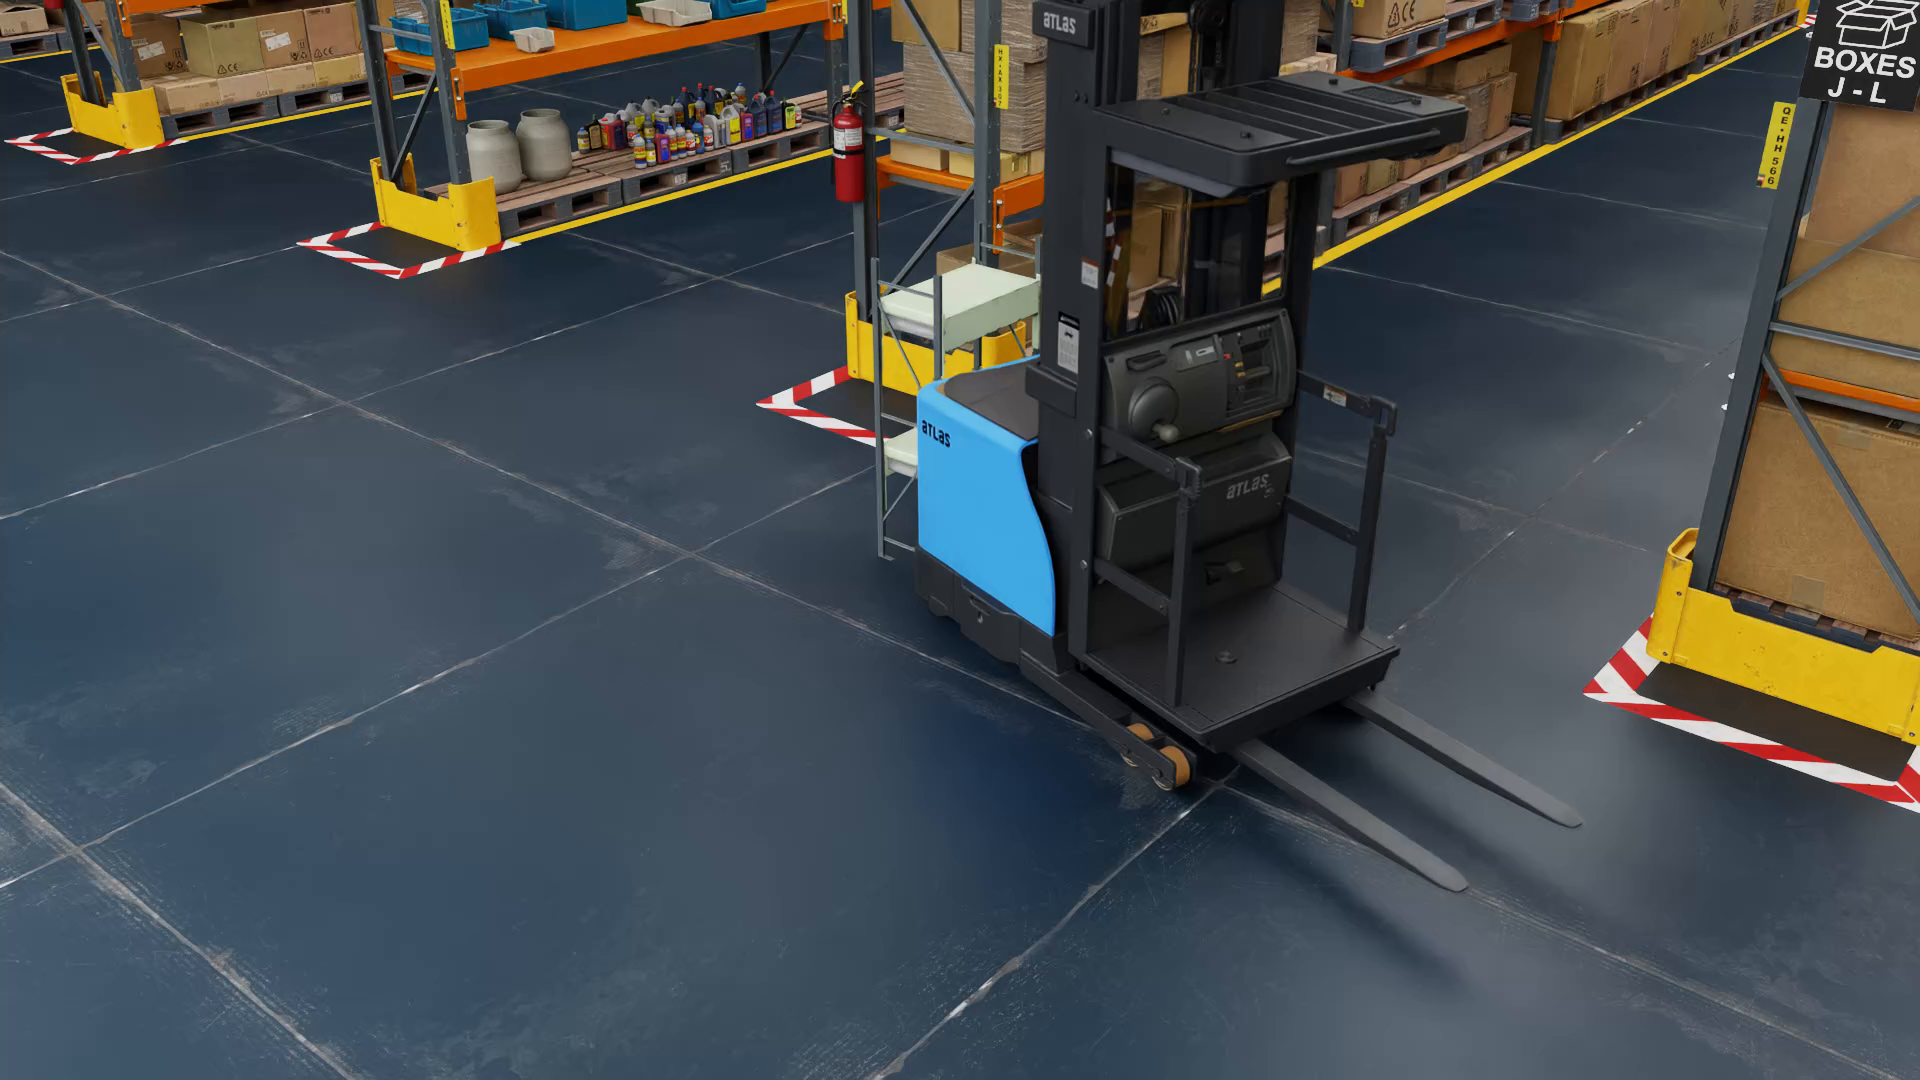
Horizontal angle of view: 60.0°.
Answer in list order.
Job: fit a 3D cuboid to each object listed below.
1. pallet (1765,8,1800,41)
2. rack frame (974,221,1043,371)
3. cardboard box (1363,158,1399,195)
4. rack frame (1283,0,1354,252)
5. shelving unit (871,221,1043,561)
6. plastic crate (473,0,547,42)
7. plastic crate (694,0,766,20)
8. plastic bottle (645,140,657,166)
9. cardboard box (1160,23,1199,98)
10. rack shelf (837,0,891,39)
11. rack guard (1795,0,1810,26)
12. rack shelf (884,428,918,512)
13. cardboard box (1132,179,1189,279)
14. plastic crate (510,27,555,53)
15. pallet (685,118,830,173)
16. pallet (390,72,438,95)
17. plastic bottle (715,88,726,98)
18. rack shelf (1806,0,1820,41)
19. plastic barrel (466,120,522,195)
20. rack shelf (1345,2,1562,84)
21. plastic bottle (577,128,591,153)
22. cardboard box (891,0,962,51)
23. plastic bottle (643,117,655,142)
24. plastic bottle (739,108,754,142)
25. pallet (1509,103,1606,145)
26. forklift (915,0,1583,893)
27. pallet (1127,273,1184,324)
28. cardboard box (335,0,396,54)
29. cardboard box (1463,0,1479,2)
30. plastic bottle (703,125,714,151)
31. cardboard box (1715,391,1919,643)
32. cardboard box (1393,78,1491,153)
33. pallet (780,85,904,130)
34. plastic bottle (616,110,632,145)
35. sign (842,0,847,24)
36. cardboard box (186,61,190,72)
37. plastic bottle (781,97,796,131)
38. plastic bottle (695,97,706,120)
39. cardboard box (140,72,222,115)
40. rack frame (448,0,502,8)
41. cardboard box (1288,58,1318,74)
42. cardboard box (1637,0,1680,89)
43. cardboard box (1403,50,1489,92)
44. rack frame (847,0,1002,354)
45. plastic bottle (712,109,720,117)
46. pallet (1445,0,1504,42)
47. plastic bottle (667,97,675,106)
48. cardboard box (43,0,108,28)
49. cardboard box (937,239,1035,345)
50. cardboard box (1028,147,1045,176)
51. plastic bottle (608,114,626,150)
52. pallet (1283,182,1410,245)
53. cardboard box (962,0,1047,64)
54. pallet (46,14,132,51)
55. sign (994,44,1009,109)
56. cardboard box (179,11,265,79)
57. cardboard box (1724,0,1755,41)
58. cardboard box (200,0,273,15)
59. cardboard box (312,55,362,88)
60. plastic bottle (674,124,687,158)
[{"bbox_3d":[9.525,-6.344,20.284,1.003,0.211,1.213,21,34,34],"label":"pallet"},{"bbox_3d":[0.229,-0.794,8.152,0.400,1.500,0.023,21,34,34],"label":"rack frame"},{"bbox_3d":[3.066,-3.095,13.209,0.700,0.500,0.500,21,34,34],"label":"cardboard box"},{"bbox_3d":[2.340,-3.634,12.011,1.000,3.000,0.127,21,34,34],"label":"rack frame"},{"bbox_3d":[-0.004,-0.664,7.901,0.431,1.500,0.755,21,34,34],"label":"shelving unit"},{"bbox_3d":[-3.521,-4.091,13.056,0.499,0.251,0.408,21,34,34],"label":"plastic crate"},{"bbox_3d":[-1.976,-4.544,13.931,0.499,0.251,0.616,21,34,34],"label":"plastic crate"},{"bbox_3d":[-2.566,-3.205,13.747,0.097,0.201,0.097,0,27,0],"label":"plastic bottle"},{"bbox_3d":[1.071,-3.131,10.604,0.875,0.500,0.500,21,34,34],"label":"cardboard box"},{"bbox_3d":[-0.209,-5.472,16.345,1.077,0.370,4.000,21,34,34],"label":"rack shelf"},{"bbox_3d":[9.989,-6.787,20.826,1.175,0.500,0.348,21,34,34],"label":"rack guard"},{"bbox_3d":[-0.004,-0.374,8.051,0.431,0.370,0.720,21,34,34],"label":"rack shelf"},{"bbox_3d":[1.362,-2.132,11.370,0.500,0.500,0.500,17,32,30],"label":"cardboard box"},{"bbox_3d":[-3.208,-3.770,12.560,0.298,0.136,0.250,21,34,34],"label":"plastic crate"},{"bbox_3d":[-1.941,-3.617,15.013,1.003,0.211,1.213,21,34,34],"label":"pallet"},{"bbox_3d":[-5.839,-5.023,17.729,1.003,0.211,1.213,21,34,34],"label":"pallet"},{"bbox_3d":[-2.207,-3.960,15.126,0.152,0.276,0.135,22,35,36],"label":"plastic bottle"},{"bbox_3d":[4.831,-2.453,7.245,1.077,0.370,4.000,21,34,34],"label":"rack shelf"},{"bbox_3d":[-3.666,-3.001,13.037,0.421,0.512,0.421,0,27,0],"label":"plastic barrel"},{"bbox_3d":[3.613,-4.024,13.547,1.077,0.370,4.000,21,34,34],"label":"rack shelf"},{"bbox_3d":[-3.196,-3.396,14.116,0.097,0.201,0.097,0,27,0],"label":"plastic bottle"},{"bbox_3d":[-0.045,-3.104,9.465,0.500,0.500,0.500,21,34,34],"label":"cardboard box"},{"bbox_3d":[-2.703,-3.566,14.446,0.097,0.201,0.097,0,27,0],"label":"plastic bottle"},{"bbox_3d":[-1.862,-3.620,14.461,0.061,0.283,0.133,23,35,38],"label":"plastic bottle"},{"bbox_3d":[5.444,-4.072,15.891,1.003,0.211,1.213,21,34,34],"label":"pallet"},{"bbox_3d":[1.053,-0.593,6.207,1.130,2.935,3.031,-18,32,-31],"label":"forklift"},{"bbox_3d":[1.165,-1.713,11.331,1.003,0.211,1.213,21,34,34],"label":"pallet"},{"bbox_3d":[-6.070,-5.249,16.851,0.500,0.500,0.500,21,34,34],"label":"cardboard box"},{"bbox_3d":[4.032,-4.509,13.391,0.396,0.266,0.258,20,33,33],"label":"cardboard box"},{"bbox_3d":[-2.157,-3.433,14.188,0.097,0.201,0.097,0,27,0],"label":"plastic bottle"},{"bbox_3d":[3.940,-0.233,7.292,0.875,0.875,0.875,21,34,35],"label":"cardboard box"},{"bbox_3d":[4.131,-3.694,14.368,0.700,0.500,0.500,18,32,30],"label":"cardboard box"},{"bbox_3d":[-1.012,-4.133,16.010,1.003,0.211,1.213,21,34,34],"label":"pallet"},{"bbox_3d":[-2.926,-3.559,14.351,0.152,0.276,0.135,20,33,33],"label":"plastic bottle"},{"bbox_3d":[-0.619,-3.040,9.258,0.100,0.325,0.005,21,34,34],"label":"sign"},{"bbox_3d":[-7.424,-4.535,16.288,0.500,0.250,0.500,21,34,34],"label":"cardboard box"},{"bbox_3d":[-1.533,-3.804,14.816,0.061,0.283,0.133,23,35,37],"label":"plastic bottle"},{"bbox_3d":[-2.314,-3.814,14.848,0.097,0.271,0.097,0,27,0],"label":"plastic bottle"},{"bbox_3d":[-7.333,-4.203,15.646,0.500,0.250,0.500,21,34,34],"label":"cardboard box"},{"bbox_3d":[-5.301,-6.531,17.610,1.000,3.000,0.127,21,34,34],"label":"rack frame"},{"bbox_3d":[2.264,-3.275,11.589,0.380,0.149,0.250,21,34,34],"label":"cardboard box"},{"bbox_3d":[6.470,-5.164,16.823,1.225,0.875,0.875,19,33,33],"label":"cardboard box"},{"bbox_3d":[4.152,-4.033,14.208,0.500,0.250,0.500,-24,36,-38],"label":"cardboard box"},{"bbox_3d":[-0.204,-2.216,9.269,1.000,3.000,0.127,21,34,34],"label":"rack frame"},{"bbox_3d":[-2.092,-3.597,14.415,0.061,0.283,0.133,21,34,34],"label":"plastic bottle"},{"bbox_3d":[3.657,-4.254,13.416,1.003,0.211,1.213,21,34,34],"label":"pallet"},{"bbox_3d":[-2.572,-3.793,14.794,0.061,0.283,0.133,23,35,37],"label":"plastic bottle"},{"bbox_3d":[-10.293,-6.311,19.426,0.700,0.500,0.500,18,33,31],"label":"cardboard box"},{"bbox_3d":[0.206,-1.509,10.166,0.500,0.500,0.500,-21,34,-35],"label":"cardboard box"},{"bbox_3d":[0.335,-2.219,9.548,0.380,0.149,0.250,21,34,34],"label":"cardboard box"},{"bbox_3d":[-2.932,-3.482,14.194,0.061,0.283,0.133,21,34,34],"label":"plastic bottle"},{"bbox_3d":[2.835,-2.672,13.186,1.003,0.211,1.213,21,34,34],"label":"pallet"},{"bbox_3d":[0.356,-2.952,9.171,0.500,0.500,0.500,21,34,34],"label":"cardboard box"},{"bbox_3d":[-10.302,-6.056,19.727,1.003,0.211,1.213,21,34,34],"label":"pallet"},{"bbox_3d":[0.215,-2.442,8.764,0.100,0.325,0.005,21,34,34],"label":"sign"},{"bbox_3d":[-7.016,-4.714,15.817,0.500,0.500,0.500,21,34,34],"label":"cardboard box"},{"bbox_3d":[8.483,-6.243,18.909,0.875,0.875,0.875,21,34,34],"label":"cardboard box"},{"bbox_3d":[-7.109,-5.047,16.461,0.500,0.500,0.500,21,34,34],"label":"cardboard box"},{"bbox_3d":[-6.377,-4.734,16.673,0.500,0.250,0.500,21,34,34],"label":"cardboard box"},{"bbox_3d":[-2.350,-3.356,13.963,0.097,0.271,0.097,0,27,0],"label":"plastic bottle"}]
